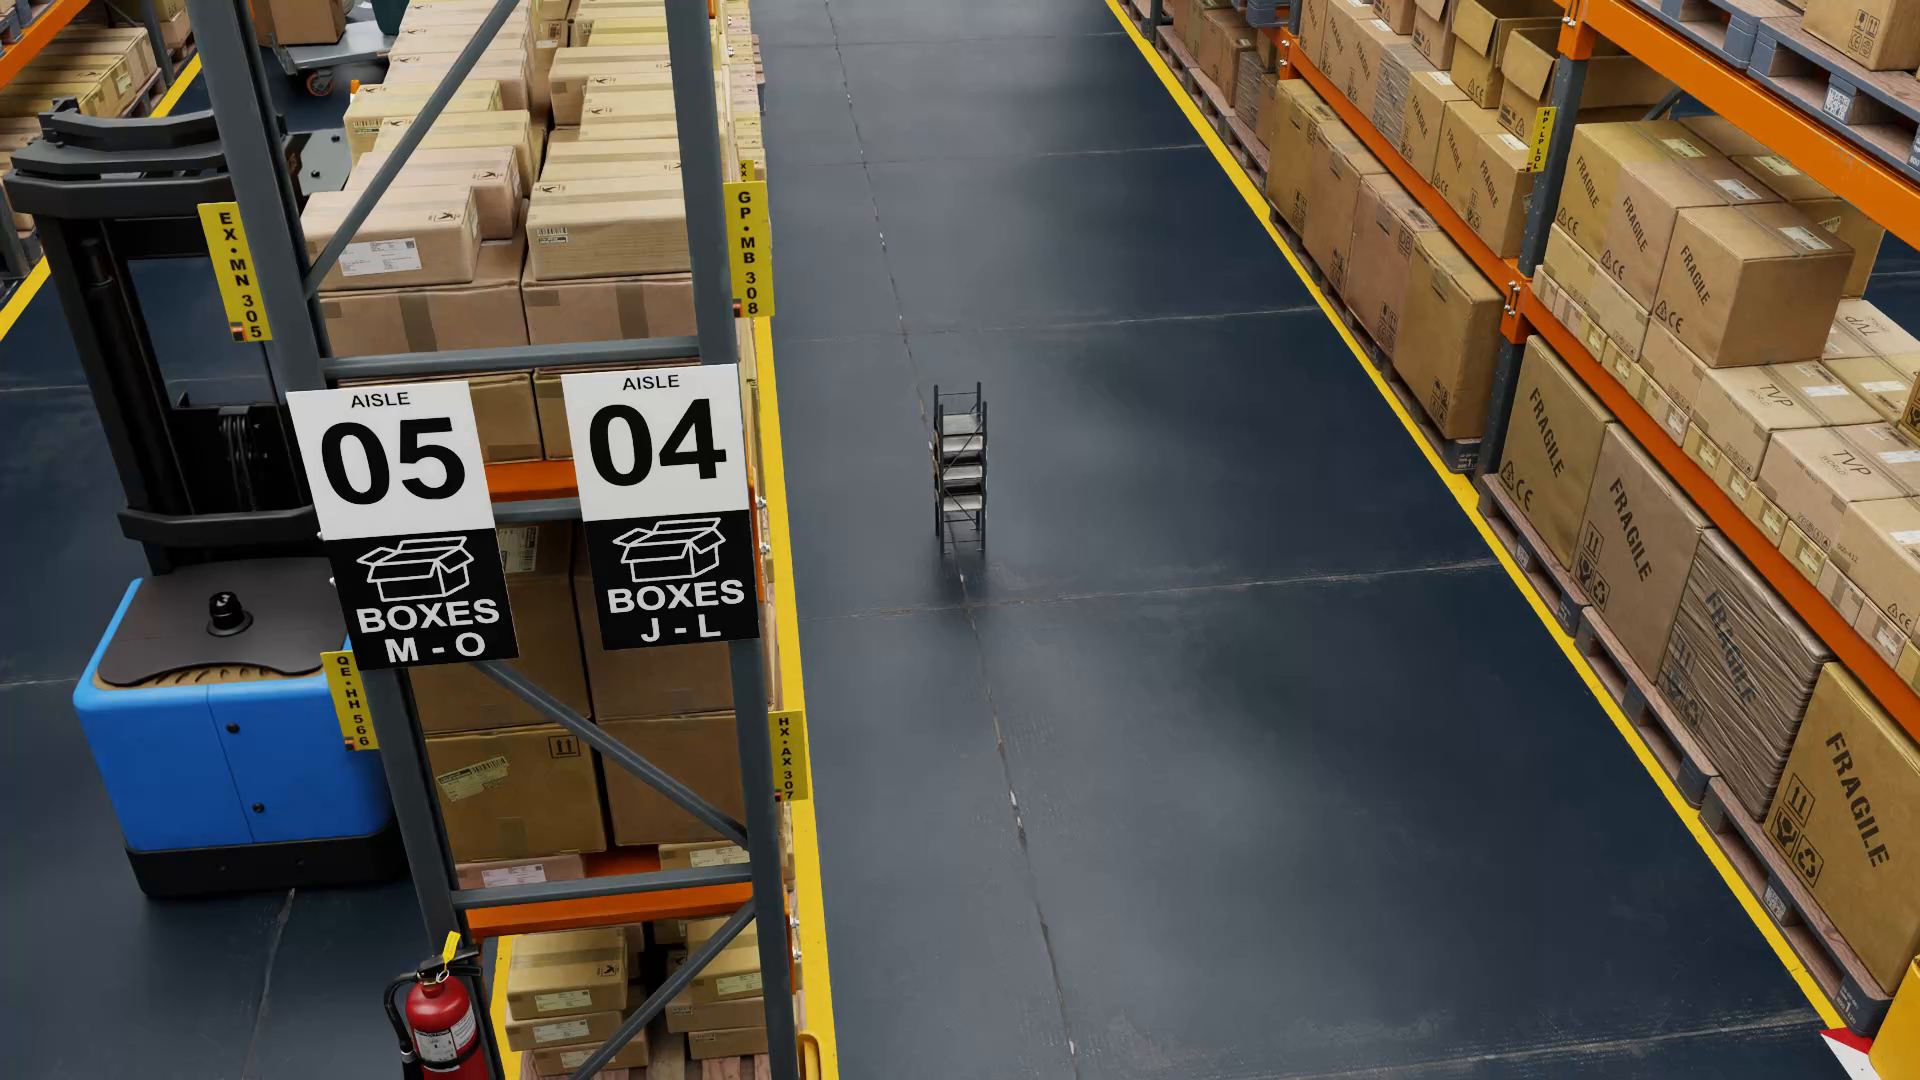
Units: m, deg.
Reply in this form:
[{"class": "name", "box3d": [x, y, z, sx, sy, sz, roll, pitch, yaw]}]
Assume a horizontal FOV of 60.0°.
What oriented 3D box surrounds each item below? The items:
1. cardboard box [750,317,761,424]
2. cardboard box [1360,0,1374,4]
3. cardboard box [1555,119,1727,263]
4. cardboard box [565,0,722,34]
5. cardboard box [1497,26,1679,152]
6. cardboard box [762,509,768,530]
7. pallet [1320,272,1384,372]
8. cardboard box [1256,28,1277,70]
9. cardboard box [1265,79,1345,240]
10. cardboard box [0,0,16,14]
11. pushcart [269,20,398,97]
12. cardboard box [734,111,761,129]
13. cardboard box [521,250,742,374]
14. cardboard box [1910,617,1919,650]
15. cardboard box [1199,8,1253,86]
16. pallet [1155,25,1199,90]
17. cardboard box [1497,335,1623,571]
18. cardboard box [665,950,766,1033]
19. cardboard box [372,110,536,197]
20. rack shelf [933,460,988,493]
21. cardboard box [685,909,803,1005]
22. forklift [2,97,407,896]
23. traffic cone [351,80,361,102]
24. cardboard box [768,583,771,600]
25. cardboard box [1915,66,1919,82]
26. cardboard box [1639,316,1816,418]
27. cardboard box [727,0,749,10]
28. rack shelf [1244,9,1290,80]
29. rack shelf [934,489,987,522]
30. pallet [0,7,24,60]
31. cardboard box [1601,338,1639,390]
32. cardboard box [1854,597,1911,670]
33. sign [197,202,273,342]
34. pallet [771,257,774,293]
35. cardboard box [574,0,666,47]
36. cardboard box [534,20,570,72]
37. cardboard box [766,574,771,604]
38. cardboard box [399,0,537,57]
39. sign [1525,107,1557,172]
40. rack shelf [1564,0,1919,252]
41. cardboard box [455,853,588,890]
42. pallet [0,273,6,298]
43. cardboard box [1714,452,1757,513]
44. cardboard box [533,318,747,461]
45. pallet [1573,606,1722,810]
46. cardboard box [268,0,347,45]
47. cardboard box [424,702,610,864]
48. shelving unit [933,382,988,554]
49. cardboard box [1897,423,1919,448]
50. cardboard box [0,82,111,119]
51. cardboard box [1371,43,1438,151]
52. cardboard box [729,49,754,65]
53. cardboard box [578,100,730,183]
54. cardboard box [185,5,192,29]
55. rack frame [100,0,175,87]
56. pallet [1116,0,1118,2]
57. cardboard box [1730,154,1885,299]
[{"class": "cardboard box", "box3d": [-1.004, -0.710, 6.016, 0.500, 0.500, 0.500, -5, 35, -8]}, {"class": "cardboard box", "box3d": [2.923, -3.835, 10.863, 0.797, 0.503, 0.637, -3, 34, -5]}, {"class": "cardboard box", "box3d": [3.189, -1.640, 7.825, 0.500, 0.500, 0.500, -4, 35, -6]}, {"class": "cardboard box", "box3d": [-1.103, -1.801, 5.884, 0.500, 0.250, 0.500, -3, 34, -4]}, {"class": "cardboard box", "box3d": [3.284, -2.368, 8.710, 0.797, 0.503, 0.637, -5, 35, -8]}, {"class": "cardboard box", "box3d": [-1.144, -0.054, 8.188, 0.380, 0.149, 0.250, -6, 35, -9]}, {"class": "pallet", "box3d": [3.032, -1.511, 10.909, 1.003, 0.211, 1.213, -4, 35, -6]}, {"class": "cardboard box", "box3d": [2.639, -3.914, 13.121, 0.500, 0.250, 0.500, -1, 34, -1]}, {"class": "cardboard box", "box3d": [2.912, -2.697, 11.687, 1.225, 0.875, 0.875, -6, 35, -9]}, {"class": "cardboard box", "box3d": [-6.852, -3.775, 11.604, 0.380, 0.149, 0.250, -4, 34, -6]}, {"class": "pushcart", "box3d": [-5.265, -4.387, 14.981, 1.648, 0.377, 0.936, -16, 38, -23]}, {"class": "cardboard box", "box3d": [-1.223, -2.106, 8.627, 0.380, 0.149, 0.250, -4, 34, -6]}, {"class": "cardboard box", "box3d": [-0.815, -0.659, 4.208, 0.500, 0.250, 0.500, -4, 34, -6]}, {"class": "cardboard box", "box3d": [3.588, 0.365, 5.549, 0.500, 0.250, 0.500, -5, 35, -7]}, {"class": "cardboard box", "box3d": [2.485, -4.245, 14.274, 0.700, 0.500, 0.500, -7, 35, -10]}, {"class": "pallet", "box3d": [2.408, -4.434, 15.197, 1.003, 0.211, 1.213, -4, 35, -6]}, {"class": "cardboard box", "box3d": [3.388, -0.477, 8.429, 0.875, 0.875, 0.875, -4, 35, -6]}, {"class": "cardboard box", "box3d": [-0.828, 1.565, 5.813, 0.380, 0.149, 0.250, -3, 34, -4]}, {"class": "cardboard box", "box3d": [-1.320, -1.005, 4.362, 0.380, 0.149, 0.250, -5, 35, -8]}, {"class": "rack shelf", "box3d": [0.001, -0.340, 8.637, 0.258, 0.077, 0.200, -4, 35, -6]}, {"class": "cardboard box", "box3d": [-0.746, 1.436, 5.739, 0.380, 0.149, 0.250, -6, 35, -9]}, {"class": "forklift", "box3d": [-2.944, -0.598, 7.153, 1.130, 2.935, 3.031, -3, 34, -5]}, {"class": "traffic cone", "box3d": [-4.934, -3.550, 13.676, 0.336, 0.463, 0.334, -4, 35, -6]}, {"class": "cardboard box", "box3d": [-1.108, 0.254, 8.000, 0.380, 0.149, 0.250, -5, 35, -8]}, {"class": "cardboard box", "box3d": [3.719, -1.714, 5.516, 0.700, 0.500, 0.500, -7, 35, -10]}, {"class": "cardboard box", "box3d": [3.319, -0.769, 7.212, 0.500, 0.250, 0.500, -4, 34, -5]}, {"class": "cardboard box", "box3d": [-1.501, -3.259, 10.320, 0.380, 0.149, 0.250, -3, 34, -5]}, {"class": "rack shelf", "box3d": [2.571, -4.607, 13.614, 1.077, 0.370, 4.000, -4, 35, -6]}, {"class": "rack shelf", "box3d": [0.001, -0.191, 8.739, 0.258, 0.077, 0.200, -4, 35, -6]}, {"class": "pallet", "box3d": [-7.181, -3.348, 11.298, 1.213, 0.211, 1.003, -4, 35, -6]}, {"class": "cardboard box", "box3d": [3.197, -0.822, 7.644, 0.380, 0.149, 0.250, -5, 35, -8]}, {"class": "cardboard box", "box3d": [3.473, 0.320, 5.968, 0.380, 0.149, 0.250, -4, 35, -6]}, {"class": "sign", "box3d": [-1.565, -0.579, 3.615, 0.100, 0.325, 0.005, -4, 35, -6]}, {"class": "pallet", "box3d": [-1.509, -1.595, 8.726, 1.003, 0.211, 1.213, -4, 35, -6]}, {"class": "cardboard box", "box3d": [-1.010, -1.621, 5.265, 0.380, 0.149, 0.250, -3, 34, -5]}, {"class": "cardboard box", "box3d": [-1.519, -1.481, 5.413, 0.500, 0.250, 0.500, -6, 35, -8]}, {"class": "cardboard box", "box3d": [-1.045, 0.273, 7.444, 0.380, 0.149, 0.250, -6, 35, -9]}, {"class": "cardboard box", "box3d": [-1.533, -1.577, 5.201, 0.380, 0.149, 0.250, -5, 35, -8]}, {"class": "sign", "box3d": [2.842, -1.955, 8.127, 0.100, 0.325, 0.005, -4, 35, -6]}, {"class": "rack shelf", "box3d": [3.647, -1.382, 6.219, 1.077, 0.370, 4.000, -4, 35, -6]}, {"class": "cardboard box", "box3d": [-1.336, 0.938, 5.061, 0.380, 0.149, 0.250, -4, 35, -6]}, {"class": "pallet", "box3d": [-6.948, -1.440, 10.804, 1.003, 0.211, 1.213, -4, 35, -6]}, {"class": "cardboard box", "box3d": [3.337, -0.247, 6.801, 0.380, 0.149, 0.250, -4, 34, -5]}, {"class": "cardboard box", "box3d": [-0.819, -0.452, 4.348, 0.500, 0.250, 0.500, -3, 34, -5]}, {"class": "pallet", "box3d": [3.570, 0.709, 7.651, 1.003, 0.211, 1.213, -4, 35, -6]}, {"class": "cardboard box", "box3d": [-5.758, -4.701, 14.661, 0.500, 0.500, 0.500, -4, 35, -6]}, {"class": "cardboard box", "box3d": [-1.328, 0.600, 4.982, 0.500, 0.500, 0.500, -4, 34, -5]}, {"class": "shelving unit", "box3d": [0.001, -0.367, 8.619, 0.258, 0.900, 0.210, -4, 35, -6]}, {"class": "cardboard box", "box3d": [3.979, -0.244, 6.442, 0.500, 0.250, 0.500, -5, 35, -8]}, {"class": "cardboard box", "box3d": [-7.249, -3.276, 12.983, 0.950, 0.372, 0.625, -3, 34, -5]}, {"class": "cardboard box", "box3d": [2.845, -2.686, 10.067, 0.500, 0.500, 0.500, -4, 35, -6]}, {"class": "cardboard box", "box3d": [-1.362, -2.679, 9.468, 0.380, 0.149, 0.250, -3, 34, -5]}, {"class": "cardboard box", "box3d": [-0.811, -1.052, 4.431, 0.380, 0.149, 0.250, -4, 35, -6]}, {"class": "cardboard box", "box3d": [-7.412, -4.954, 15.553, 0.500, 0.250, 0.500, -3, 34, -4]}, {"class": "rack frame", "box3d": [-7.518, -5.270, 13.948, 1.000, 3.000, 0.127, -4, 35, -6]}, {"class": "pallet", "box3d": [2.010, -5.923, 17.382, 1.003, 0.211, 1.213, -4, 35, -6]}, {"class": "cardboard box", "box3d": [3.768, -1.411, 7.489, 0.500, 0.500, 0.500, -4, 34, -6]}]
